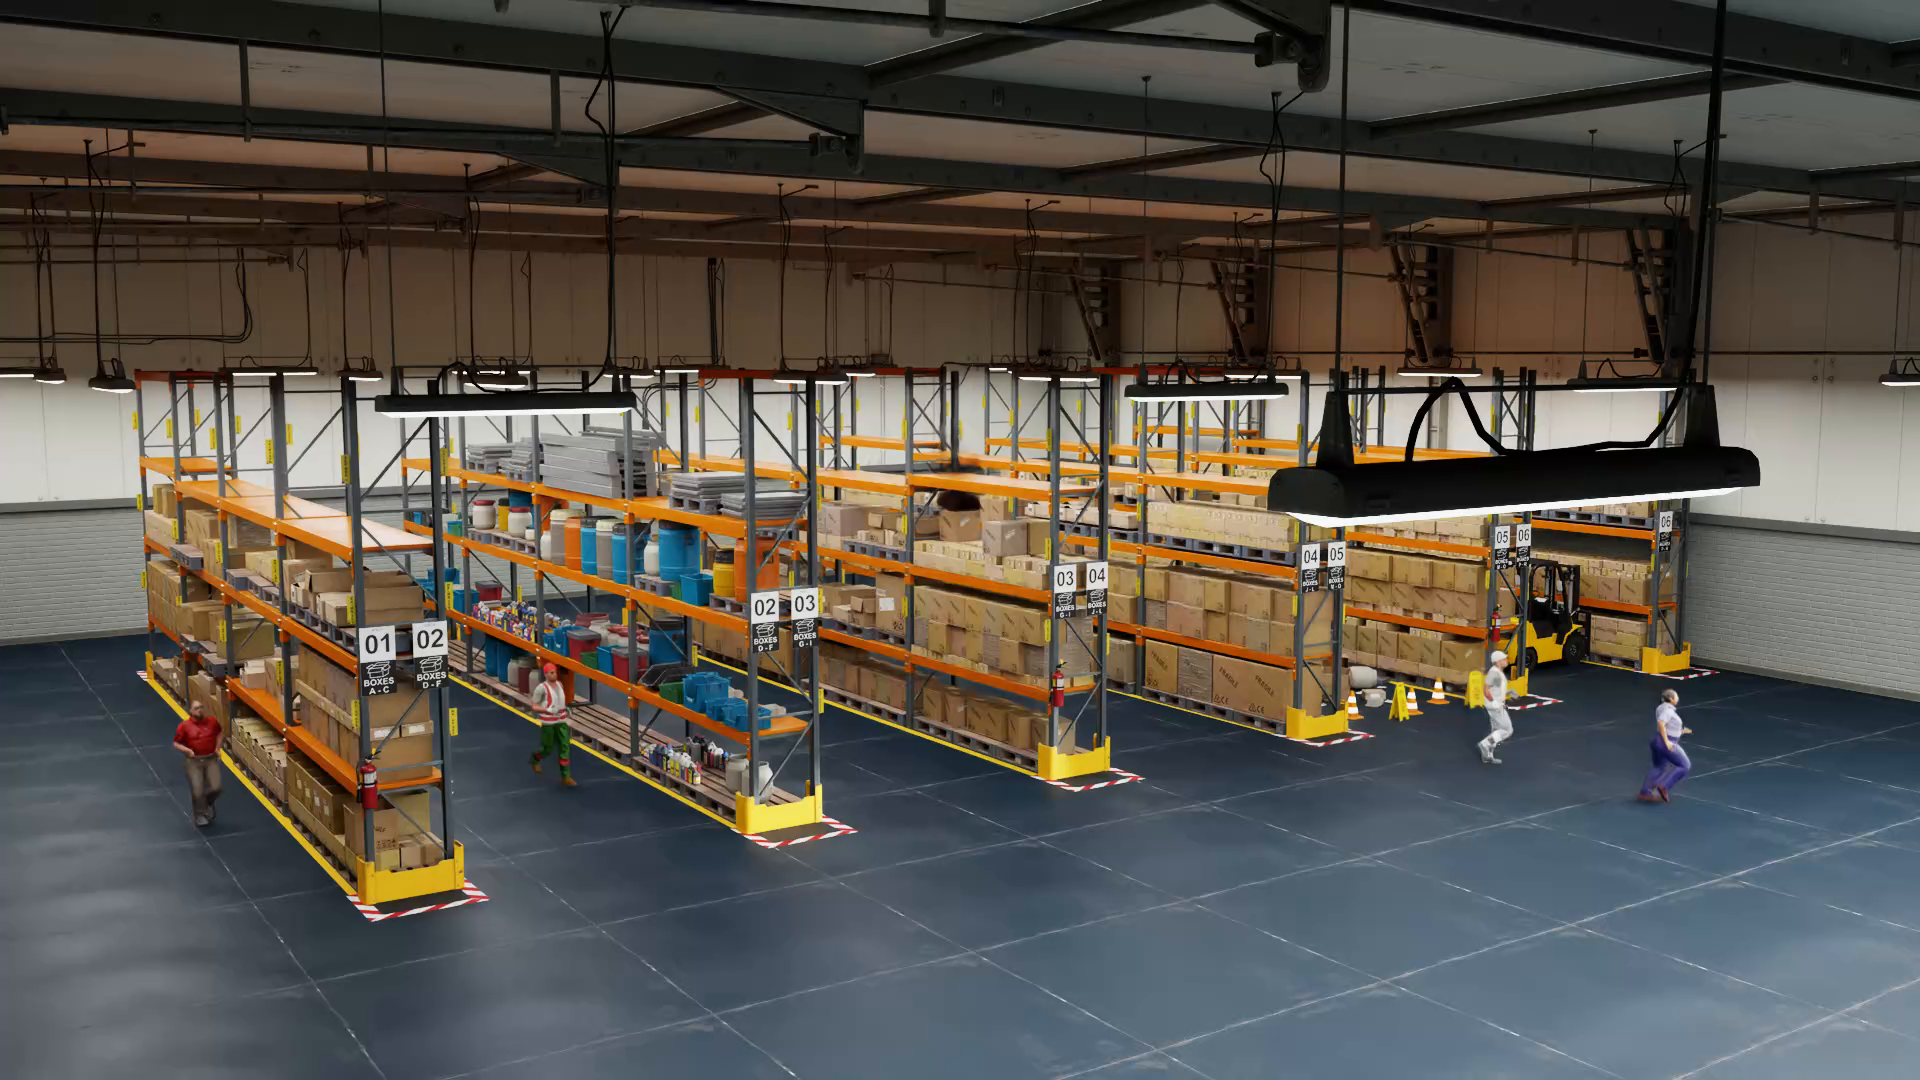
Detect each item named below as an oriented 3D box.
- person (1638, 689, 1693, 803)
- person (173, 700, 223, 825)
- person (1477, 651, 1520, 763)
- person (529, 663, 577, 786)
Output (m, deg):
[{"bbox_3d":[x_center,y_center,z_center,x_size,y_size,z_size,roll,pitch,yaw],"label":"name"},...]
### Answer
[{"bbox_3d":[9.948,2.888,23.355,0.714,1.613,0.576,0,6,-2],"label":"person"},{"bbox_3d":[-10.133,2.982,22.251,0.653,1.679,0.606,-5,8,-38],"label":"person"},{"bbox_3d":[8.309,2.572,25.641,0.607,1.749,0.637,2,7,15],"label":"person"},{"bbox_3d":[-5.968,2.679,24.358,0.985,1.776,0.654,5,8,39],"label":"person"}]
